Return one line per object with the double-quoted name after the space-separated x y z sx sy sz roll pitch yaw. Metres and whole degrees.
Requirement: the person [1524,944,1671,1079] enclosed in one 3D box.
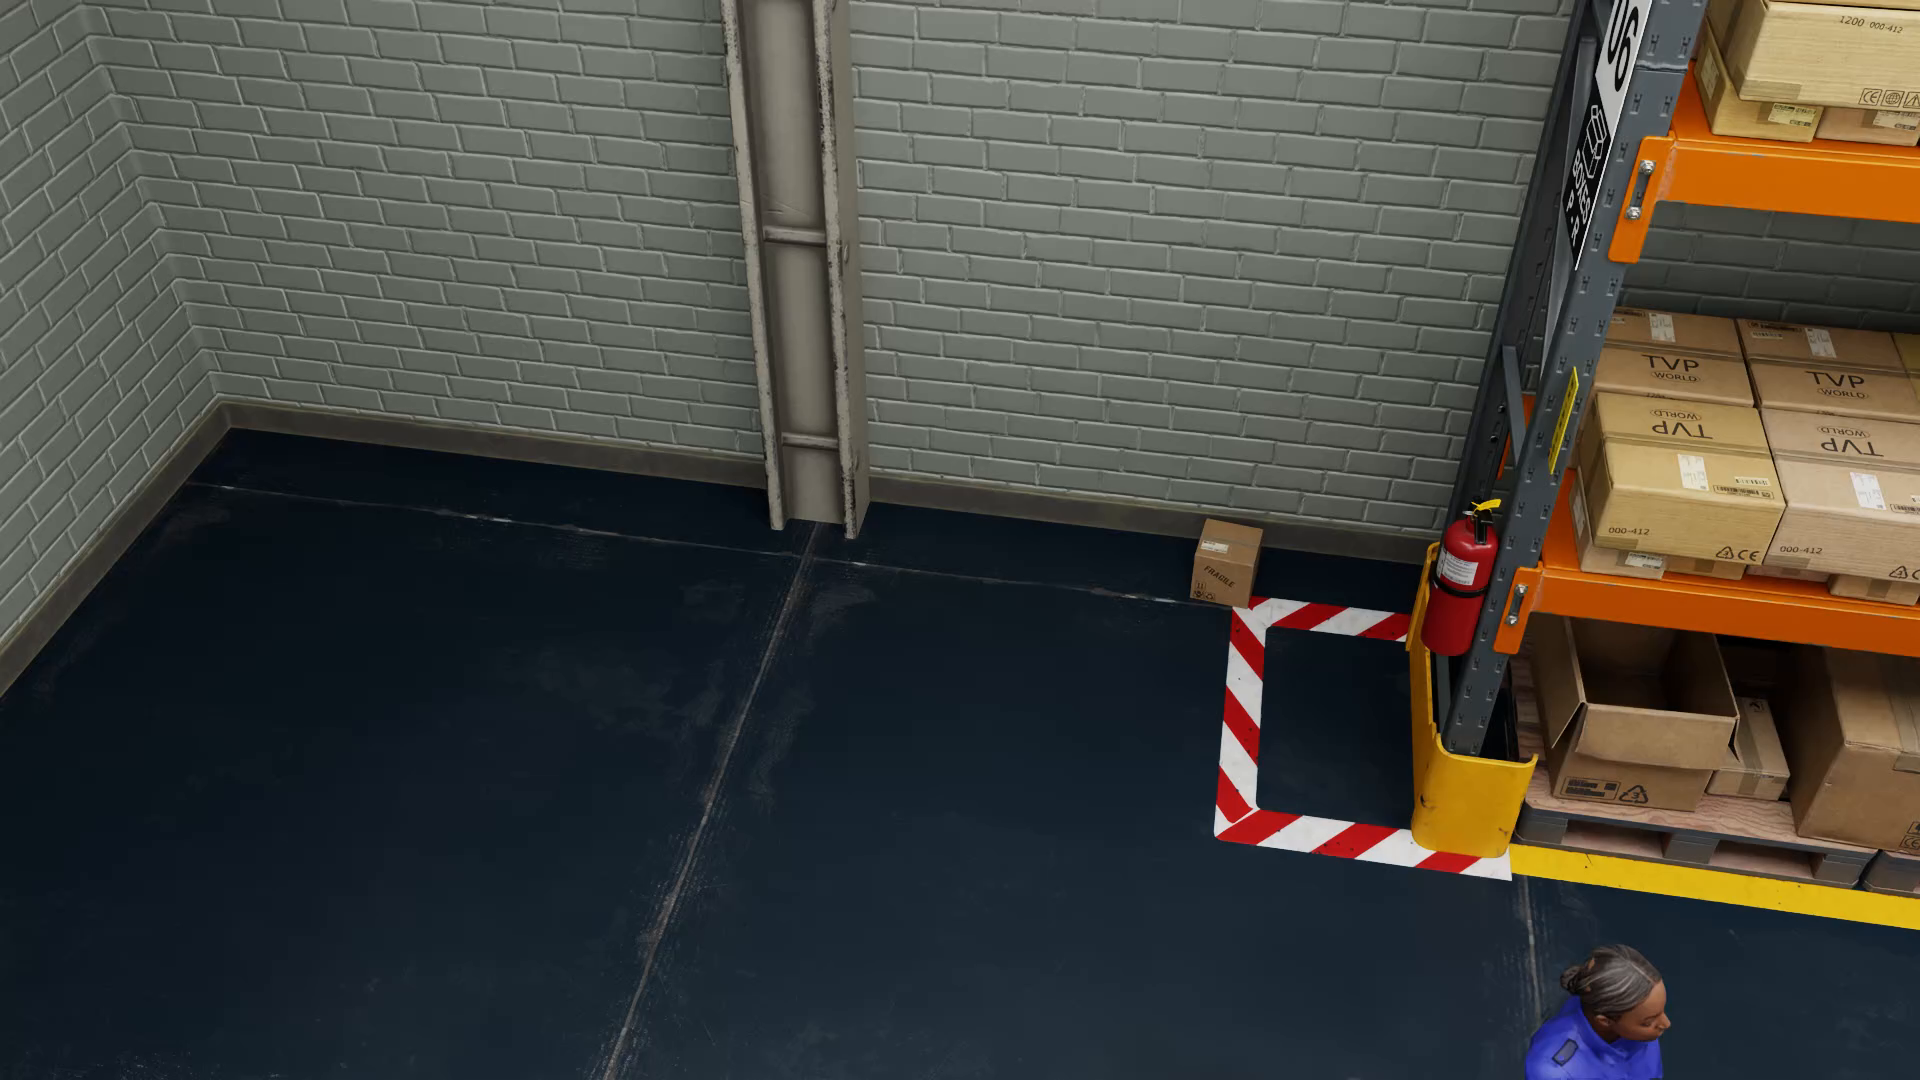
1.557 1.599 4.292 0.439 1.666 0.438 -28 48 -28 "person"
